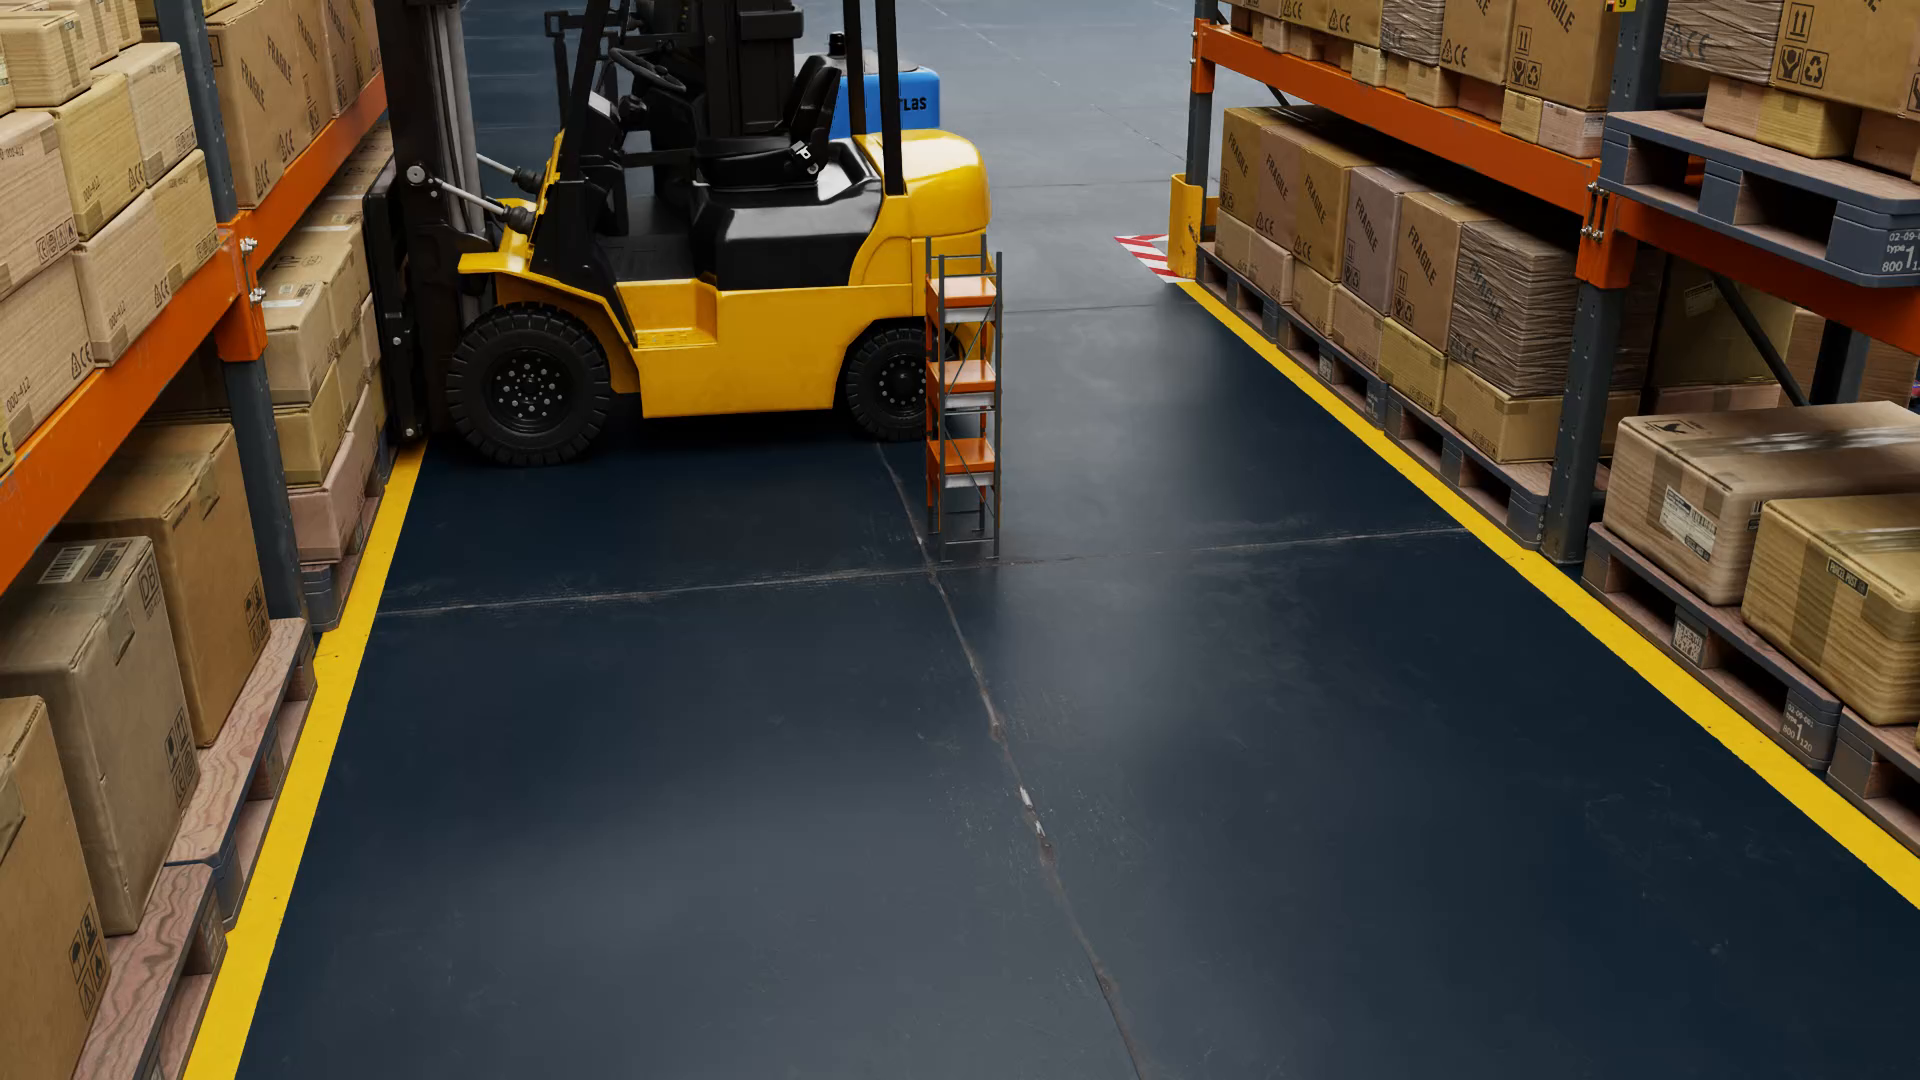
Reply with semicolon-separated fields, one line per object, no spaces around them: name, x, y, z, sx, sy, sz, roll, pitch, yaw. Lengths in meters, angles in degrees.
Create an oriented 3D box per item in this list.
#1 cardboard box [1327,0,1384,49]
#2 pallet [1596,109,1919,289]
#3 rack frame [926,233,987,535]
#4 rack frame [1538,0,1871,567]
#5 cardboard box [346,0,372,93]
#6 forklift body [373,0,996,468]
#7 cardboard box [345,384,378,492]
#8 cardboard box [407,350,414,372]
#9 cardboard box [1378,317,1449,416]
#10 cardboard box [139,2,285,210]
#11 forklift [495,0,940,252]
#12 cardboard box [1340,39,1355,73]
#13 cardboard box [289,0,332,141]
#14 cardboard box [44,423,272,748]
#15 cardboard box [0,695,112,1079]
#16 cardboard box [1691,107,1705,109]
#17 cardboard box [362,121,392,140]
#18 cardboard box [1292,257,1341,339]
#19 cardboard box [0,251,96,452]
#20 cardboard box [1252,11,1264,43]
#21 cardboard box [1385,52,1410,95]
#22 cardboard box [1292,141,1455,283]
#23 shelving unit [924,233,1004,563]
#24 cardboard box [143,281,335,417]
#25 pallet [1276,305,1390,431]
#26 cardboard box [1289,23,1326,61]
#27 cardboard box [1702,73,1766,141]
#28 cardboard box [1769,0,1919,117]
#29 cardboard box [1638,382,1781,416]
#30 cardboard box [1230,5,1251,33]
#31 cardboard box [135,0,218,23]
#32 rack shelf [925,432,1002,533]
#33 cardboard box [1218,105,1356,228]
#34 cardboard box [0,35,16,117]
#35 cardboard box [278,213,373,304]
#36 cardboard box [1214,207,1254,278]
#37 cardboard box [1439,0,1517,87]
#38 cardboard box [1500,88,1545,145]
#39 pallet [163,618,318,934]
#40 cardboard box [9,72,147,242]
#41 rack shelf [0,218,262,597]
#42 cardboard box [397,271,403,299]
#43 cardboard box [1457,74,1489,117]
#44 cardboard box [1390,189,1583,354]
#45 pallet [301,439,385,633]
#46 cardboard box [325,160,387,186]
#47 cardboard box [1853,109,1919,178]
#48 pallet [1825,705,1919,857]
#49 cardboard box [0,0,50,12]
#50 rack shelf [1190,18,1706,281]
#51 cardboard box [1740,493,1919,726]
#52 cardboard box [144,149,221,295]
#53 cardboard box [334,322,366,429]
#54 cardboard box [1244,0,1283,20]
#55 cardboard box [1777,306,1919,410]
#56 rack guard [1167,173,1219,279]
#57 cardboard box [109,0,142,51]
cardboard box;1.841;-2.290;6.750;0.500;0.500;0.500;-5;24;-11
pallet;2.468;-0.946;4.407;1.003;0.211;1.213;-4;24;-10
rack frame;-0.013;-0.508;5.602;0.200;1.050;0.008;-4;24;-10
rack frame;2.470;-1.345;5.082;1.000;3.000;0.127;-4;24;-10
cardboard box;-2.616;-2.015;6.491;0.500;0.500;0.500;-5;24;-11
forklift body;-1.004;-1.550;6.611;2.313;2.155;1.214;-4;24;-10
cardboard box;-2.281;-0.322;5.650;0.500;0.250;0.500;-5;24;-11
cardboard box;-2.466;-0.724;6.571;0.500;0.250;0.500;-4;24;-8
cardboard box;1.988;-0.699;6.513;0.500;0.250;0.500;-5;24;-11
cardboard box;-2.233;-1.216;4.661;0.500;0.500;0.500;-5;24;-11
forklift;-1.648;-2.720;8.316;3.031;2.935;1.130;-11;26;-24
cardboard box;1.829;-2.038;6.982;0.380;0.149;0.250;-5;24;-11
cardboard box;-2.441;-1.619;5.583;0.500;0.500;0.500;-5;24;-10
cardboard box;-2.300;0.124;4.161;0.875;0.625;0.625;-3;24;-7
cardboard box;-2.023;0.725;2.784;0.875;0.625;0.625;-5;24;-12
cardboard box;2.629;-1.473;5.689;0.380;0.149;0.250;-4;24;-8
cardboard box;-2.756;-1.782;7.744;0.500;0.250;0.500;-4;24;-8
cardboard box;1.808;-1.098;7.427;0.500;0.250;0.500;-3;24;-6
cardboard box;-1.897;-0.334;2.954;0.500;0.250;0.500;-4;24;-9
cardboard box;1.619;-2.446;7.916;0.380;0.149;0.250;-5;24;-11
cardboard box;1.902;-1.836;6.520;0.380;0.149;0.250;-5;24;-11
cardboard box;1.798;-1.444;7.282;0.500;0.500;0.500;-4;24;-9
shelving unit;0.010;-0.460;5.492;0.215;1.050;0.252;-4;24;-10
cardboard box;-2.189;-0.580;4.992;0.500;0.250;0.500;-5;24;-11
pallet;2.082;-0.810;7.340;1.003;0.211;1.213;-4;24;-10
cardboard box;1.702;-2.243;7.452;0.380;0.149;0.250;-4;24;-8
cardboard box;2.261;-1.182;4.497;0.380;0.149;0.250;-4;24;-9
cardboard box;2.368;-1.317;3.996;0.500;0.500;0.500;-4;24;-10
cardboard box;2.626;-0.529;6.125;0.500;0.250;0.500;-5;24;-12
cardboard box;1.589;-2.654;8.393;0.380;0.149;0.250;-4;24;-10
cardboard box;-2.208;-1.464;4.419;0.380;0.149;0.250;-5;24;-11
rack shelf;0.010;-0.196;5.607;0.215;0.259;0.240;-4;24;-10
cardboard box;1.612;-1.847;8.206;0.500;0.500;0.500;-5;24;-12
cardboard box;-1.902;-0.800;2.898;0.380;0.149;0.250;-5;24;-11
cardboard box;-2.377;-0.977;5.901;0.500;0.250;0.500;-3;24;-8
cardboard box;1.607;-1.513;8.377;0.500;0.250;0.500;-5;24;-10
cardboard box;2.041;-1.885;5.823;0.500;0.500;0.500;-4;24;-8
cardboard box;2.058;-1.431;5.593;0.380;0.149;0.250;-4;24;-9
pallet;-2.233;0.589;4.138;1.003;0.211;1.213;-4;24;-10
cardboard box;-1.964;-0.760;3.306;0.500;0.250;0.500;-5;24;-11
rack shelf;-2.038;0.140;2.580;1.077;0.370;4.000;-4;24;-10
cardboard box;-2.463;-0.946;6.454;0.500;0.250;0.500;-4;24;-10
cardboard box;2.054;-1.639;6.068;0.380;0.149;0.250;-5;24;-10
cardboard box;2.001;-1.034;6.343;0.500;0.500;0.500;-4;24;-9
pallet;-2.514;-0.014;5.519;1.003;0.211;1.213;-4;24;-10
cardboard box;-2.552;-1.384;6.832;0.500;0.250;0.500;-4;24;-9
cardboard box;2.426;-0.977;4.028;0.380;0.149;0.250;-3;24;-6
pallet;2.844;0.720;3.838;1.003;0.211;1.213;-4;24;-10
cardboard box;-2.067;-1.001;3.359;0.380;0.149;0.250;-4;24;-10
rack shelf;2.100;-1.802;7.027;1.077;0.370;4.000;-4;24;-10
cardboard box;2.705;0.155;4.405;0.950;0.372;0.625;-3;24;-6
cardboard box;-2.058;-0.729;3.858;0.500;0.250;0.500;-4;24;-9
cardboard box;-2.289;-0.549;5.545;0.500;0.250;0.500;-4;24;-10
cardboard box;1.644;-2.690;7.665;0.500;0.500;0.500;-4;24;-8
cardboard box;3.609;-0.723;6.777;0.500;0.500;0.500;13;27;27
rack guard;1.744;-1.743;9.116;1.175;0.500;0.348;-4;24;-10
cardboard box;-2.126;-1.201;3.817;0.380;0.149;0.250;-3;24;-8
